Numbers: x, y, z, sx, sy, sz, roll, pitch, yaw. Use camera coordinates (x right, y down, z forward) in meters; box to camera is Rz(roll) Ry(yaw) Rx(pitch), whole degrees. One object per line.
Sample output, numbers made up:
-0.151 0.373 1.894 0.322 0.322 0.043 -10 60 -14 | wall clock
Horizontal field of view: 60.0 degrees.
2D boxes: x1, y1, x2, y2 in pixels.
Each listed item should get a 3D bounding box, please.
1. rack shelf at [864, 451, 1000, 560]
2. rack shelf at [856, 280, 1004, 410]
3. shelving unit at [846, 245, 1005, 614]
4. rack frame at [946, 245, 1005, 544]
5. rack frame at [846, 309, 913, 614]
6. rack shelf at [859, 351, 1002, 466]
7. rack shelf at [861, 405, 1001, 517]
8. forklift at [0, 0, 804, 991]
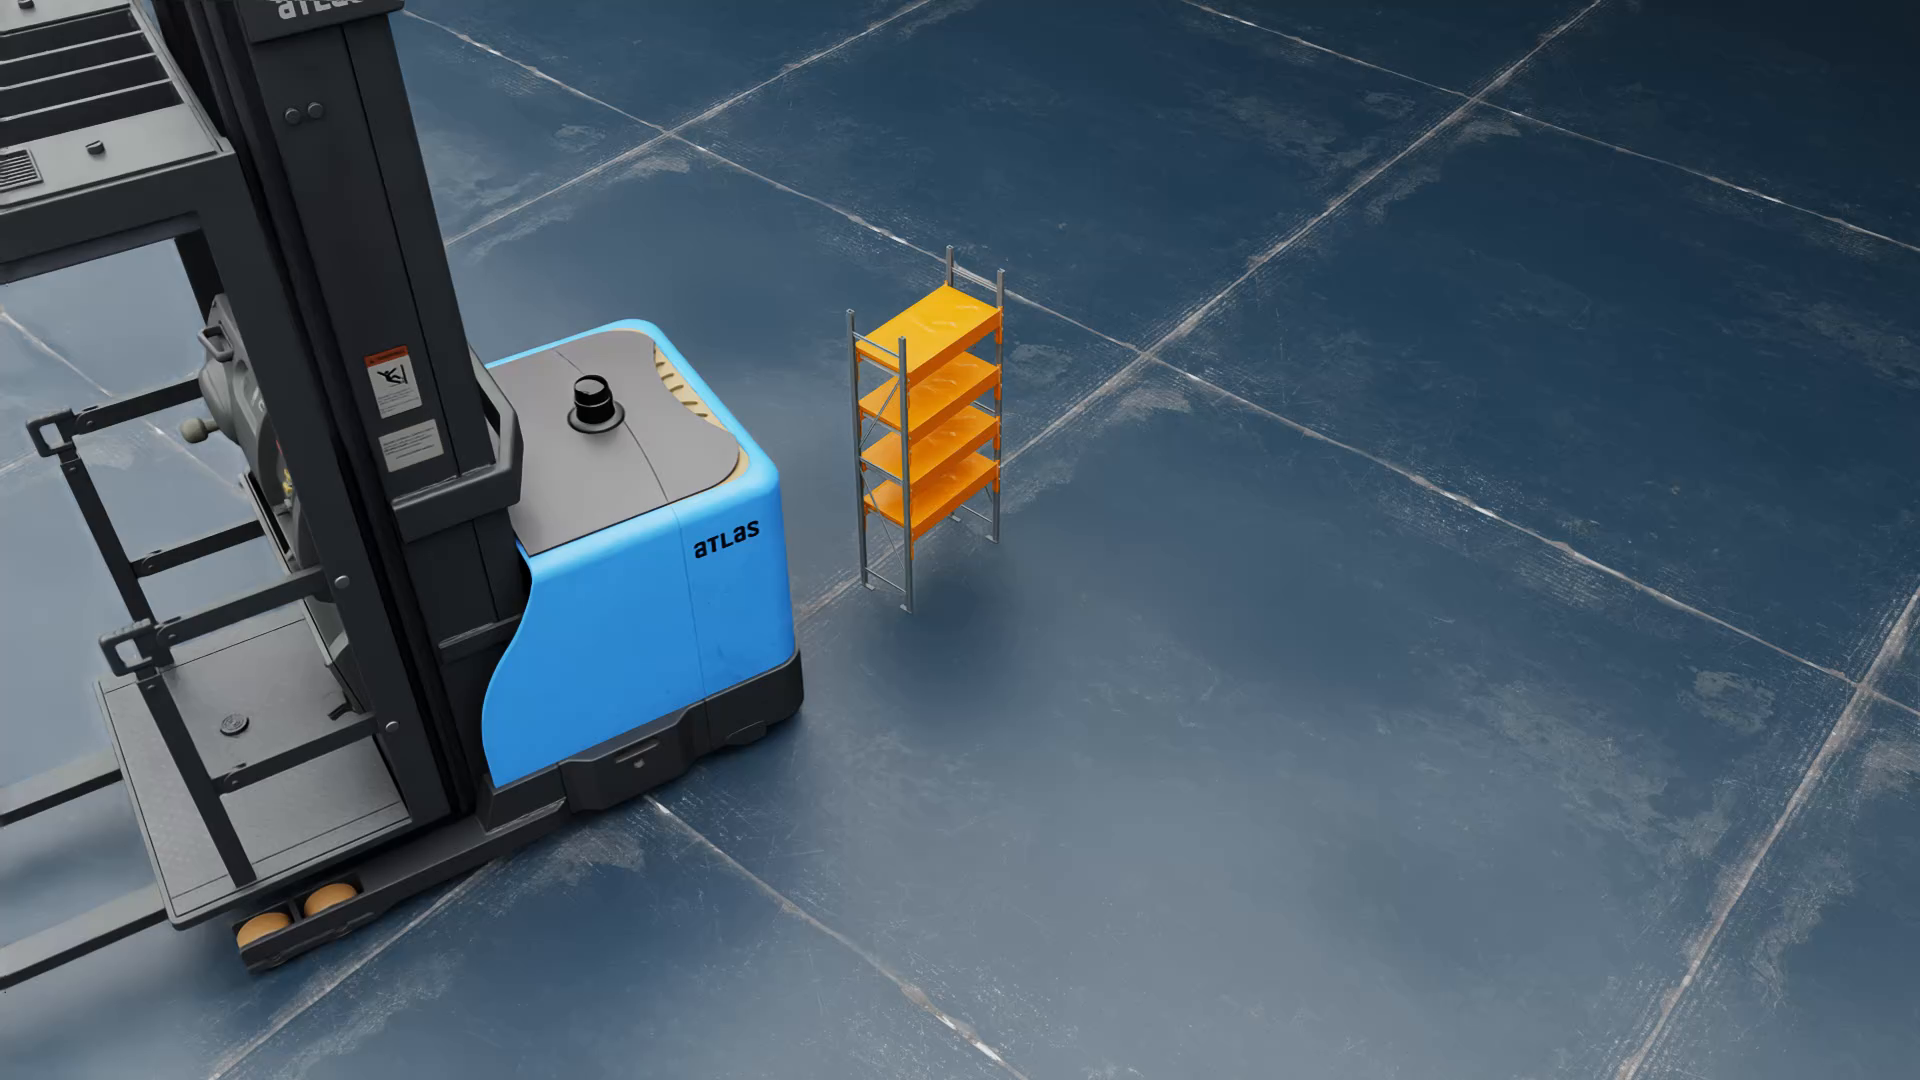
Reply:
-0.107 -0.162 5.931 0.258 0.148 0.480 29 50 28 | rack shelf
-0.107 -0.649 5.488 0.258 0.148 0.480 29 50 28 | rack shelf
-0.107 -0.359 5.753 0.258 1.200 0.503 29 50 28 | shelving unit
0.051 -0.484 5.891 0.240 1.200 0.015 29 50 28 | rack frame
-0.264 -0.233 5.614 0.240 1.200 0.015 29 50 28 | rack frame
-0.107 -0.474 5.647 0.258 0.148 0.480 29 50 28 | rack shelf
-0.107 -0.309 5.798 0.258 0.148 0.480 29 50 28 | rack shelf
-2.043 -0.241 4.336 3.031 2.935 1.130 -23 47 -23 | forklift
